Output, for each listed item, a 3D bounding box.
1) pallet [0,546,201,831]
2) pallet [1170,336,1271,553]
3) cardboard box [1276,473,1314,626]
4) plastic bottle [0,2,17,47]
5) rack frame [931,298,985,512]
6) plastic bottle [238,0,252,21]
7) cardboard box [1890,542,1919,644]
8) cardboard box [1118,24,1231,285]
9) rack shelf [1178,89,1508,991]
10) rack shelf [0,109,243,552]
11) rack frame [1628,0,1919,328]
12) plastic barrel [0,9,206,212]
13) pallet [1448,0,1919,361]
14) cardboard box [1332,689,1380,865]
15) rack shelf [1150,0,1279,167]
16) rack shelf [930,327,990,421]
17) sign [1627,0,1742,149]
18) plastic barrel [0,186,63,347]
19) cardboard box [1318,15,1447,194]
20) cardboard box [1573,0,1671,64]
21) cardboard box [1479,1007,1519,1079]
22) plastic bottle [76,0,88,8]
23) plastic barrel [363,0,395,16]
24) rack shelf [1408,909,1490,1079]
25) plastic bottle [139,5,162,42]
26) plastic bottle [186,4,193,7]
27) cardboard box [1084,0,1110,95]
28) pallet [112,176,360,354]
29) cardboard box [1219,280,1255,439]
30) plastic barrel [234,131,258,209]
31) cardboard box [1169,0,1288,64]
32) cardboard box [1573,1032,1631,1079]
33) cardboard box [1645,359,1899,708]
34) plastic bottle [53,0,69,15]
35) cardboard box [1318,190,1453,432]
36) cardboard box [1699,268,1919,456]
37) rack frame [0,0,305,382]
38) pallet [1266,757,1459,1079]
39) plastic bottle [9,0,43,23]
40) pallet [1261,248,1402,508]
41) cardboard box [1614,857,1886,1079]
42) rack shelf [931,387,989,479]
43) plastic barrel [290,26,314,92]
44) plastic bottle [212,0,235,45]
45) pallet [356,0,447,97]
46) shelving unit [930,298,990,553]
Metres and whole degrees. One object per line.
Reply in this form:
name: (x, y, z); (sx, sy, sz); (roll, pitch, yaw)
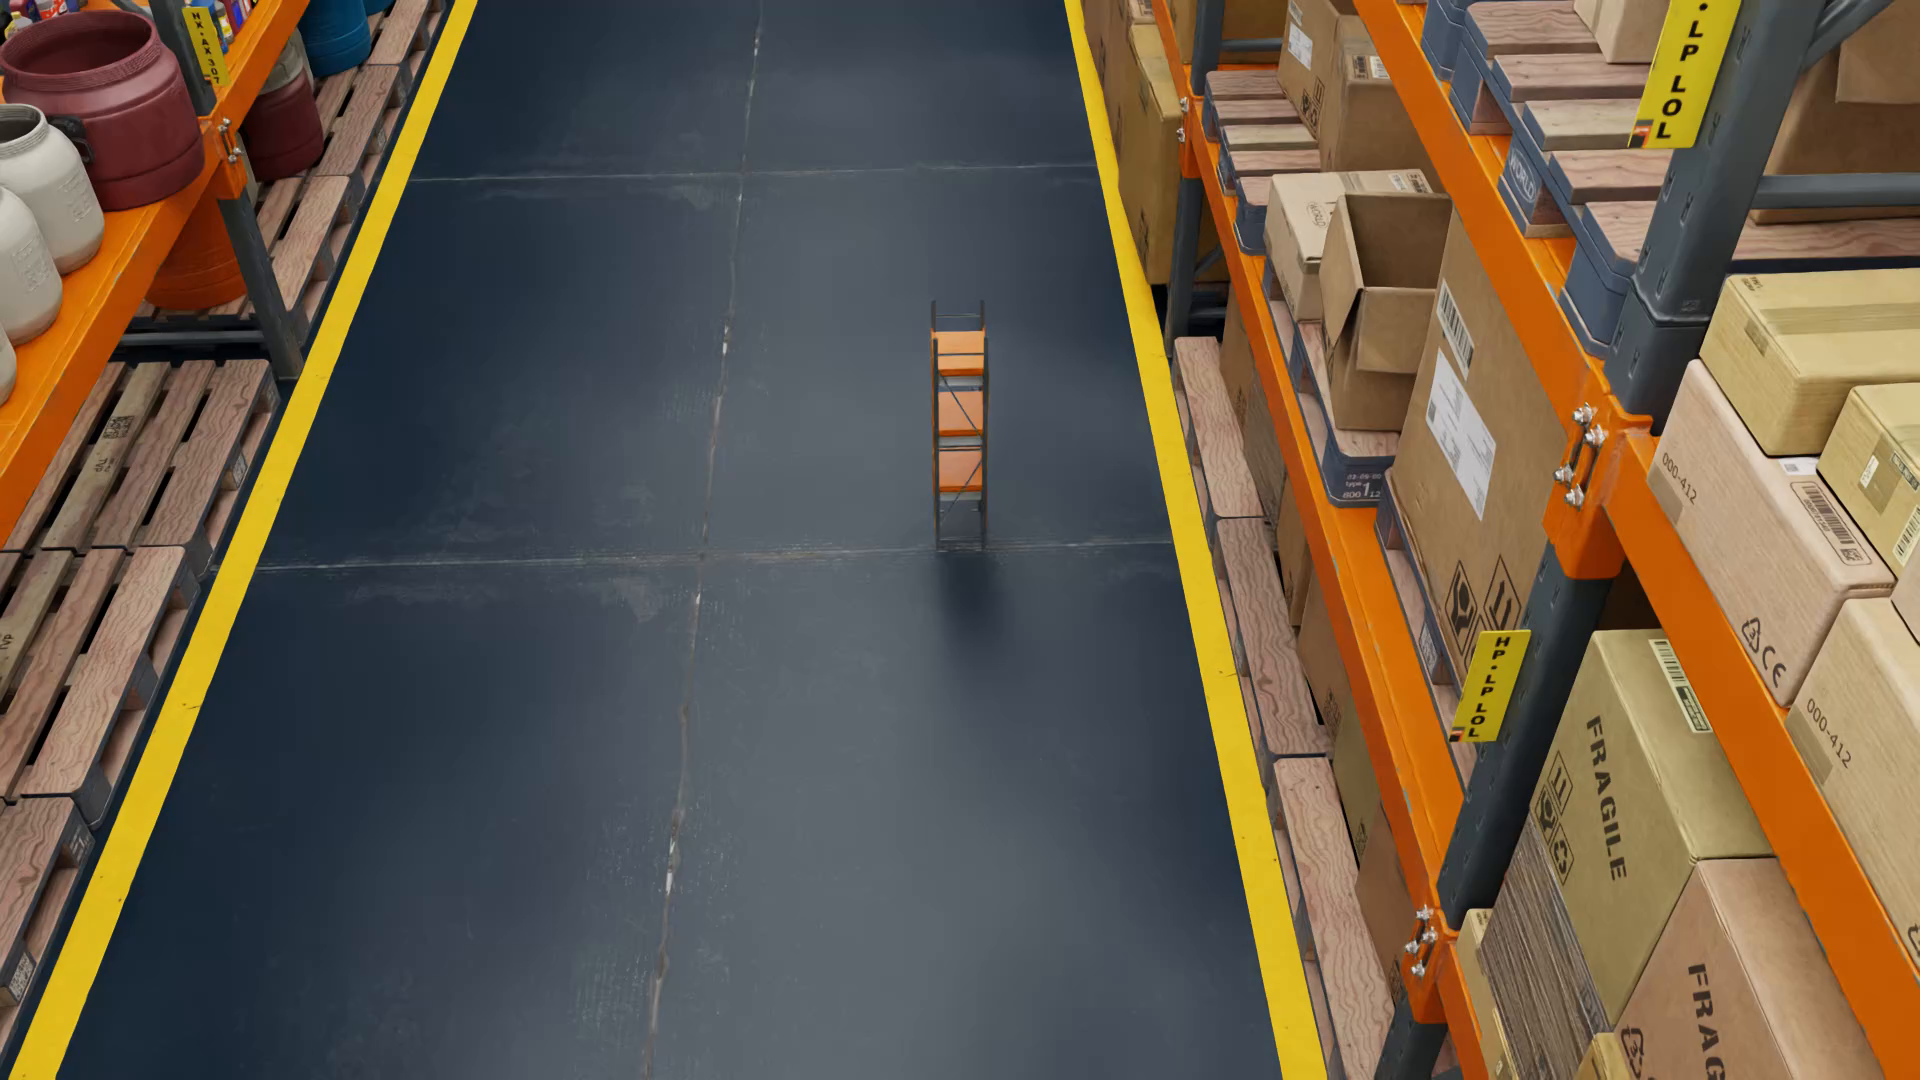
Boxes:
pallet: (-3.457, 0.522, 6.025); (1.003, 0.211, 1.213); (-2, 43, -2)
pallet: (1.480, -0.438, 7.072); (1.003, 0.211, 1.213); (-2, 43, -2)
cardboard box: (1.564, -0.026, 6.083); (0.700, 0.500, 0.500); (2, 43, 2)
plastic bottle: (-3.944, -2.070, 6.874); (0.061, 0.283, 0.133); (-2, 43, -2)
rack frame: (-0.007, -0.506, 6.525); (0.200, 1.050, 0.008); (-2, 43, -2)
plastic bottle: (-3.215, -2.420, 7.262); (0.152, 0.276, 0.135); (-2, 43, -2)
cardboard box: (1.394, 0.099, 2.018); (0.380, 0.149, 0.250); (-1, 43, -1)
cardboard box: (1.440, -1.832, 7.790); (1.225, 0.875, 0.875); (-3, 43, -4)
rack shelf: (1.533, -0.379, 5.476); (1.077, 0.370, 4.000); (-2, 43, -2)
rack shelf: (-3.415, -0.236, 5.320); (1.077, 0.370, 4.000); (-2, 43, -2)
rack frame: (1.618, -1.505, 1.732); (1.000, 3.000, 0.127); (-2, 43, -2)
plastic barrel: (-3.178, -1.597, 6.172); (0.600, 0.536, 0.708); (-2, 43, -2)
pallet: (1.698, -0.750, 3.267); (1.213, 0.211, 1.003); (-2, 43, -2)
cardboard box: (1.612, 0.728, 5.260); (0.700, 0.500, 0.500); (-2, 43, -2)
rack shelf: (1.363, -3.079, 8.422); (1.077, 0.370, 4.000); (-2, 43, -2)
rack shelf: (-0.002, -0.625, 6.250); (0.215, 0.259, 0.240); (-2, 43, -2)
sign: (1.064, -0.717, 2.418); (0.100, 0.325, 0.005); (-2, 43, -2)
plastic barrel: (-3.225, -0.920, 5.451); (0.421, 0.512, 0.421); (0, 43, 0)
cardboard box: (1.635, -1.448, 5.725); (0.700, 0.500, 0.500); (4, 43, 5)
cardboard box: (1.478, -1.136, 3.339); (0.396, 0.266, 0.258); (0, 43, 0)
cardboard box: (1.324, 1.122, 3.492); (0.380, 0.149, 0.250); (-2, 43, -2)
plastic bottle: (-3.952, -2.471, 7.373); (0.097, 0.201, 0.097); (0, 43, 0)
plastic barrel: (-3.664, -3.566, 9.662); (0.600, 0.901, 0.708); (-2, 43, -2)
rack shelf: (1.703, 2.322, 2.530); (1.077, 0.370, 4.000); (-2, 43, -2)
plastic bottle: (-3.348, -2.103, 6.916); (0.152, 0.276, 0.135); (-2, 43, -2)
plastic bottle: (-3.196, -2.108, 6.921); (0.152, 0.276, 0.135); (-2, 43, -2)
cardboard box: (1.364, -3.031, 9.099); (1.225, 0.875, 0.875); (-3, 43, -3)
pallet: (-3.575, -1.355, 8.072); (1.003, 0.211, 1.213); (-2, 43, -2)
cardboard box: (1.497, -0.783, 6.909); (0.700, 0.500, 0.500); (-4, 43, -4)
plastic barrel: (-3.651, -1.798, 8.022); (0.421, 0.512, 0.421); (0, 43, 0)
cardboard box: (1.180, -2.357, 7.027); (0.500, 0.500, 0.500); (0, 43, 0)
cardboard box: (1.562, 1.204, 2.922); (0.875, 0.500, 0.500); (-2, 43, -2)
cardboard box: (1.382, -0.033, 2.457); (0.500, 0.250, 0.500); (-3, 43, -3)
plastic bottle: (-3.944, -2.339, 7.229); (0.097, 0.201, 0.097); (0, 43, 0)
cardboard box: (1.452, -0.654, 4.857); (0.797, 0.503, 0.637); (2, 43, 3)
cardboard box: (1.324, -0.263, 2.413); (0.380, 0.149, 0.250); (-3, 43, -3)
rack frame: (-3.500, -1.852, 6.550); (1.000, 3.000, 0.127); (-2, 43, -2)
pallet: (1.584, 1.209, 5.275); (1.003, 0.211, 1.213); (-2, 43, -2)
plastic bottle: (-3.953, -2.225, 7.044); (0.061, 0.283, 0.133); (-2, 43, -2)
pallet: (1.573, -0.588, 5.314); (1.003, 0.211, 1.213); (-2, 43, -2)
cardboard box: (1.406, 0.840, 2.580); (0.500, 0.500, 0.500); (-2, 43, -2)
rack shelf: (-0.002, -0.415, 6.442); (0.215, 0.259, 0.240); (-2, 43, -2)
plastic barrel: (-3.699, -2.560, 8.854); (0.421, 0.512, 0.421); (0, 43, 0)
plastic bottle: (-3.177, -2.225, 7.104); (0.097, 0.201, 0.097); (0, 43, 0)
pallet: (-3.679, -3.002, 9.869); (1.003, 0.211, 1.213); (-2, 43, -2)
shelving unit: (-0.002, -0.423, 6.435); (0.215, 1.050, 0.252); (-2, 43, -2)
